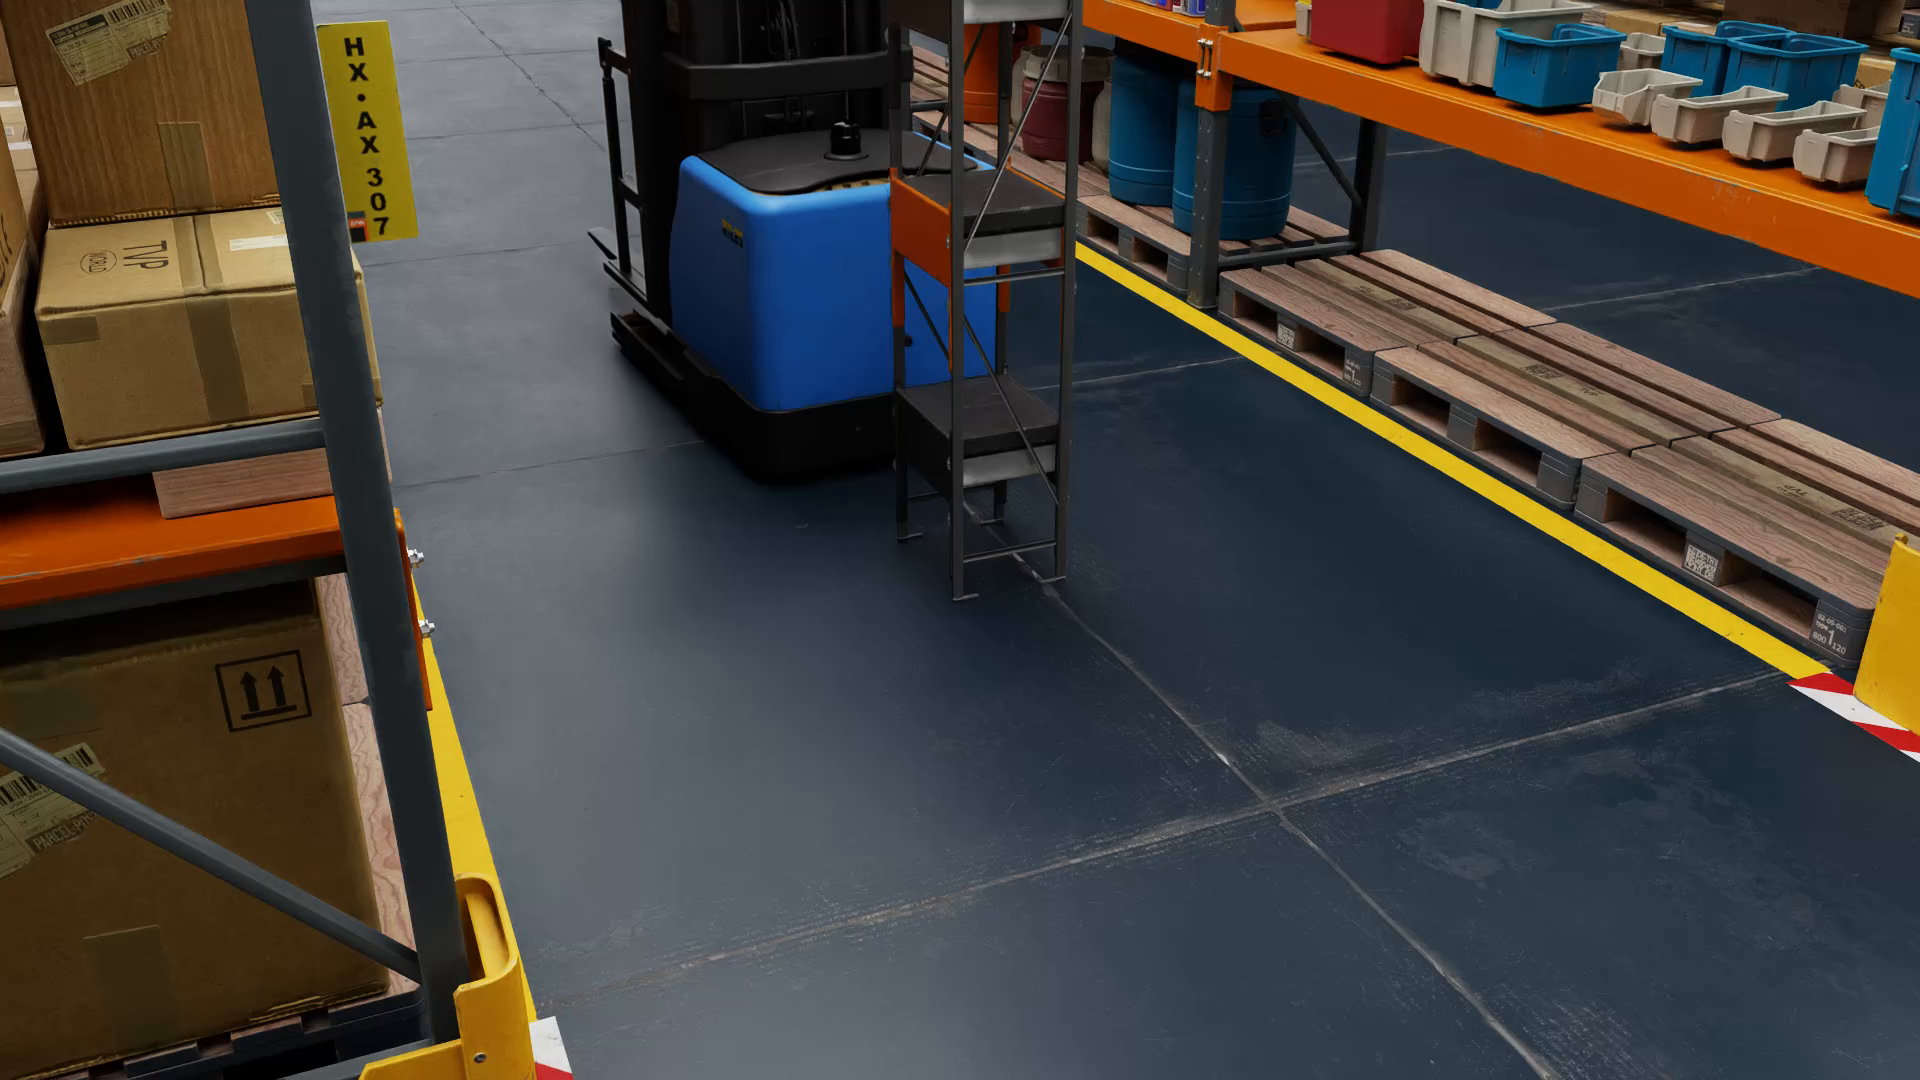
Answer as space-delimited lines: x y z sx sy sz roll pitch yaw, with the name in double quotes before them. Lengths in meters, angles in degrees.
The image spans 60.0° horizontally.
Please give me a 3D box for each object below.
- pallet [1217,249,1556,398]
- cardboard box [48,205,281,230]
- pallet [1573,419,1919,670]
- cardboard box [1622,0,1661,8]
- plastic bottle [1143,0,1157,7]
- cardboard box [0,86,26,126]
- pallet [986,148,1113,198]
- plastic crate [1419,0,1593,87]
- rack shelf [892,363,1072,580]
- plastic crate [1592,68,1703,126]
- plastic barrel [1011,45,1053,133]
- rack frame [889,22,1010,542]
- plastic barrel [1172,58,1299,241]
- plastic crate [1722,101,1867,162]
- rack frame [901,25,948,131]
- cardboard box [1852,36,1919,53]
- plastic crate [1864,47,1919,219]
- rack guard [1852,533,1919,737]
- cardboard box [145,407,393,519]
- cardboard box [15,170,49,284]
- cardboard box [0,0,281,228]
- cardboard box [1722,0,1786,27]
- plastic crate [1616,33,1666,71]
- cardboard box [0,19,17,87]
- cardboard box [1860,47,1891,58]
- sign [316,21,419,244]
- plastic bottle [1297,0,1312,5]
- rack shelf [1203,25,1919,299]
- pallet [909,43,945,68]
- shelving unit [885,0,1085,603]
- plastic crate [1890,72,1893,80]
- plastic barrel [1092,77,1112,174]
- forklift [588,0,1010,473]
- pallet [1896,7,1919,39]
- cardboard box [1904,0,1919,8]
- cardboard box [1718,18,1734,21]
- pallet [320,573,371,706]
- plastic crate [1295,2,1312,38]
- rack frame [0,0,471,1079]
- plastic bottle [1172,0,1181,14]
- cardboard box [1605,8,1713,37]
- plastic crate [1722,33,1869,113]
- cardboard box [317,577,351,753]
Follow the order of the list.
"pallet" 1.911 -1.016 7.591 1.003 0.211 1.213 -11 28 -21
"cardboard box" -1.553 -0.609 3.410 0.500 0.250 0.500 -11 28 -21
"pallet" 2.867 -0.031 5.573 1.003 0.211 1.213 -11 28 -21
"cardboard box" 5.162 -3.761 12.382 0.500 0.500 0.500 -9 28 -19
"plastic bottle" 0.993 -2.755 8.115 0.152 0.276 0.135 -11 28 -21
"cardboard box" -2.443 -0.930 4.067 0.500 0.250 0.500 -11 28 -21
"pallet" 0.842 -2.118 9.848 1.003 0.211 1.213 -11 28 -21
"plastic crate" 2.016 -1.885 6.259 0.437 0.282 0.530 -11 28 -21
"rack shelf" 0.065 -0.235 5.466 0.431 0.518 0.480 -11 28 -21
"plastic crate" 2.303 -1.495 5.626 0.298 0.136 0.250 -11 28 -21
"plastic barrel" 0.532 -2.838 10.500 0.421 0.512 0.421 0 26 0
"rack frame" -0.031 -0.975 5.354 0.400 2.100 0.015 -11 28 -21
"plastic barrel" 1.390 -2.028 8.397 0.600 0.901 0.708 -11 28 -21
"plastic crate" 2.568 -1.271 5.166 0.396 0.136 0.243 -11 28 -21
"rack frame" 0.021 -4.174 10.881 1.000 3.000 0.127 -11 28 -21
"cardboard box" 5.962 -2.934 10.688 0.500 0.500 0.500 -10 28 -20
"plastic crate" 2.851 -1.091 4.456 0.616 0.435 0.499 -11 28 -21
"rack guard" 3.175 0.186 4.799 1.175 0.500 0.348 -11 28 -21
"cardboard box" -1.239 -0.181 2.988 0.380 0.149 0.250 -10 28 -20
"cardboard box" -2.035 -0.515 3.217 0.500 0.250 0.500 -11 28 -21
"cardboard box" -1.539 -0.939 3.231 0.500 0.500 0.500 -11 28 -22
"cardboard box" 5.593 -3.664 11.328 0.500 0.250 0.500 -11 28 -22
"plastic crate" 2.546 -1.817 6.284 0.293 0.136 0.466 -11 28 -21
"cardboard box" -2.624 -1.465 4.309 0.500 0.500 0.500 -11 28 -22
"cardboard box" 5.504 -2.834 10.484 0.500 0.500 0.500 -10 28 -20
"sign" -0.890 -0.611 2.506 0.100 0.325 0.005 -11 28 -21
"plastic bottle" 1.732 -2.751 8.023 0.144 0.351 0.185 -11 28 -21
"rack shelf" 2.371 -1.429 6.077 1.077 0.370 4.000 -11 28 -21
"pallet" -0.721 -3.732 13.154 1.003 0.211 1.213 -11 28 -21
"shelving unit" 0.065 -0.877 5.152 0.431 2.100 0.503 -11 28 -21
"plastic crate" 3.102 -1.318 5.154 0.416 0.233 0.300 -11 28 -21
"plastic barrel" 0.974 -2.382 9.567 0.421 0.512 0.421 0 26 0
"forklift" -0.920 -2.177 6.867 1.130 2.935 3.031 -12 29 -24
"pallet" 8.832 -4.939 15.625 1.003 0.211 1.213 -11 28 -21
"cardboard box" 8.807 -5.233 15.396 0.700 0.500 0.500 -10 28 -20
"cardboard box" 5.576 -3.341 11.522 0.500 0.500 0.500 -12 28 -23
"pallet" -2.262 0.358 4.775 1.003 0.211 1.213 -11 28 -21
"plastic crate" 1.638 -2.255 7.183 0.396 0.136 0.243 -11 28 -21
"rack frame" -1.406 -0.093 2.522 0.949 2.616 0.053 -11 28 -21
"plastic bottle" 1.065 -2.616 7.915 0.097 0.201 0.097 0 26 0
"cardboard box" 4.898 -3.452 11.748 0.500 0.500 0.500 -11 28 -21
"plastic crate" 2.845 -1.584 5.698 0.416 0.233 0.300 -11 28 -21
"cardboard box" -2.084 0.060 4.150 0.875 0.875 0.875 -11 28 -21
